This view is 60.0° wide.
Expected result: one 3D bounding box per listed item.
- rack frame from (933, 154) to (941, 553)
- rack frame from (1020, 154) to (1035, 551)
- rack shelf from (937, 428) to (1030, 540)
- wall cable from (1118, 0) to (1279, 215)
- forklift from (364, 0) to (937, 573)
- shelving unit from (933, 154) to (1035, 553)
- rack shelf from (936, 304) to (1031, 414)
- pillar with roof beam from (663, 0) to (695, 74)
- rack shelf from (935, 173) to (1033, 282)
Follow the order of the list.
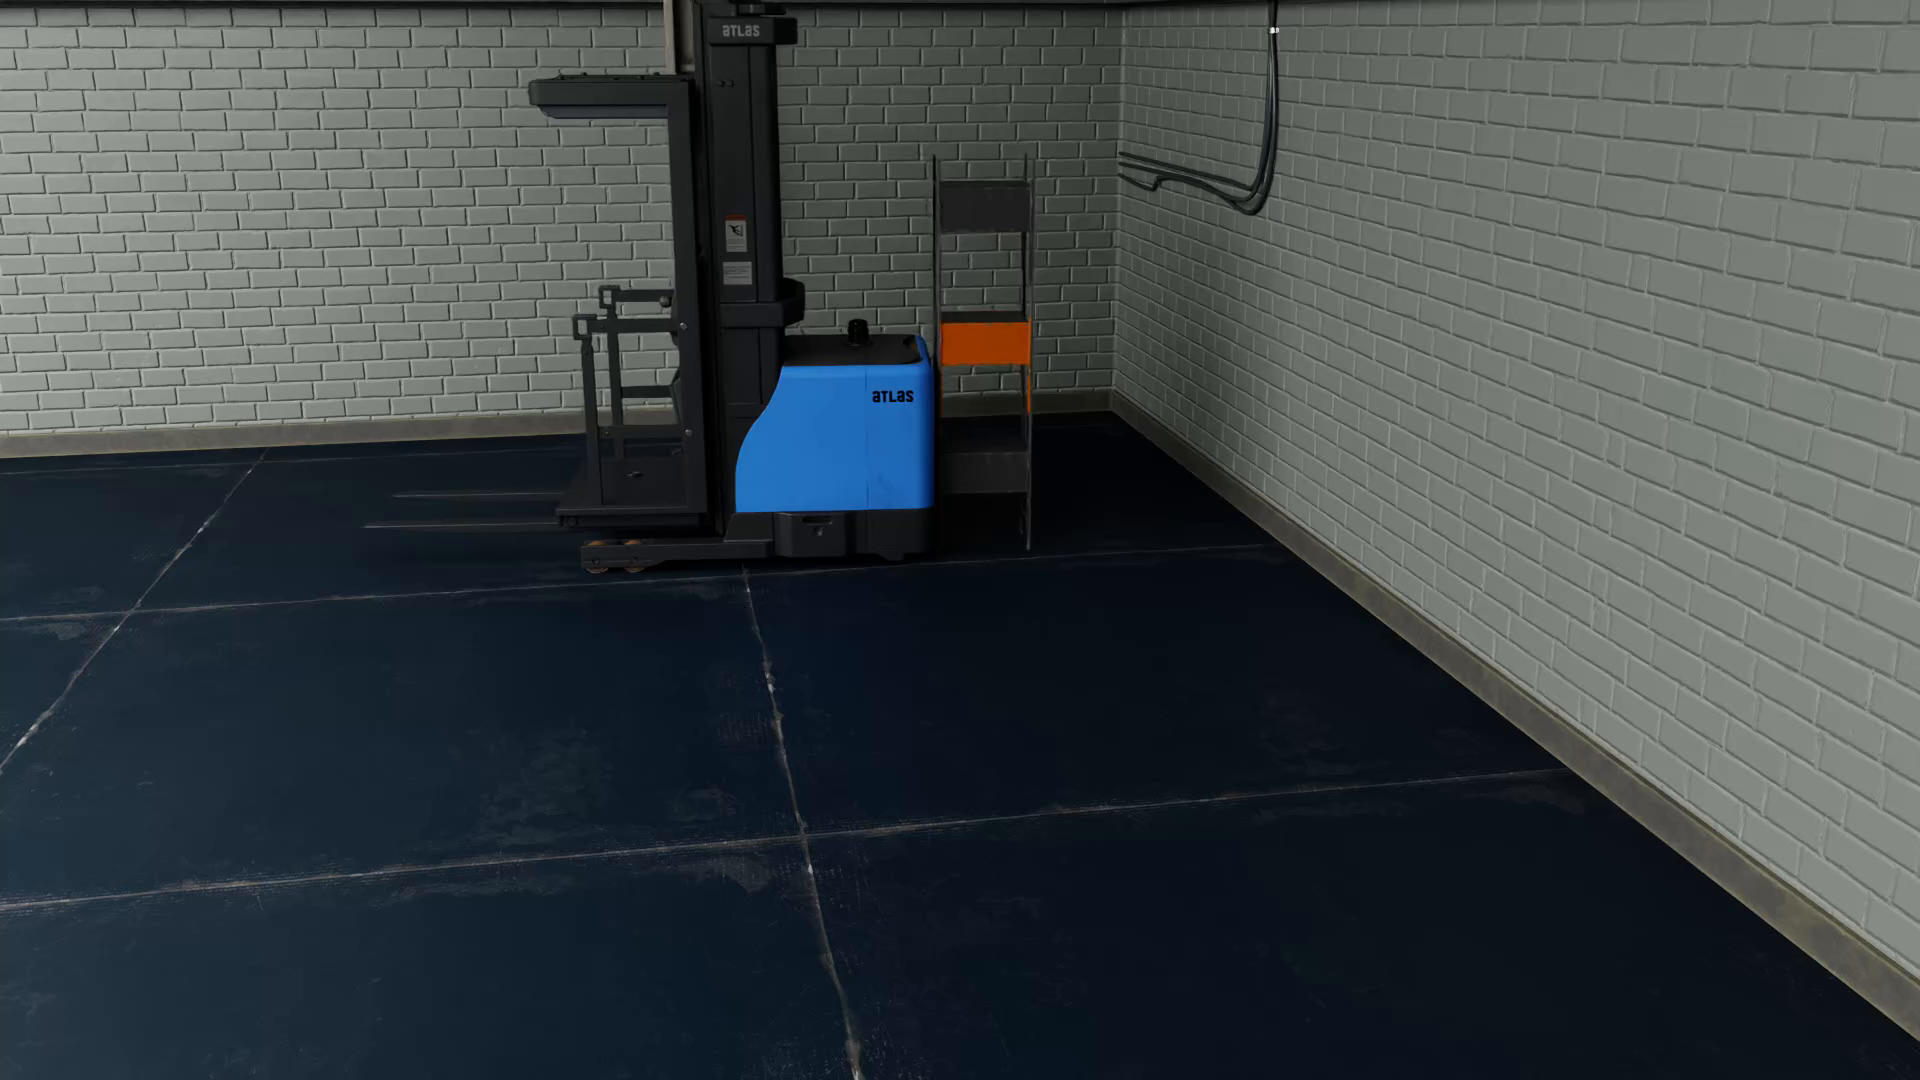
[{"bbox_3d":[-0.124,-0.990,8.958,0.015,2.100,0.400,-1,17,-4],"label":"rack frame"},{"bbox_3d":[0.363,-1.000,8.992,0.015,2.100,0.400,-1,17,-4],"label":"rack frame"},{"bbox_3d":[0.120,-0.313,9.184,0.480,0.518,0.431,-1,17,-4],"label":"rack shelf"},{"bbox_3d":[1.387,-3.372,10.252,0.112,2.526,3.097,-3,17,-10],"label":"wall cable"},{"bbox_3d":[-1.664,-1.387,8.836,3.031,2.935,1.130,-1,17,-4],"label":"forklift"},{"bbox_3d":[0.120,-0.995,8.975,0.503,2.100,0.431,-1,17,-4],"label":"shelving unit"},{"bbox_3d":[0.120,-0.982,8.979,0.480,0.518,0.431,-1,17,-4],"label":"rack shelf"},{"bbox_3d":[-0.940,-3.832,6.463,0.400,9.000,9.100,-3,17,-10],"label":"pillar with roof beam"},{"bbox_3d":[0.120,-1.651,8.773,0.480,0.518,0.431,-1,17,-4],"label":"rack shelf"}]
